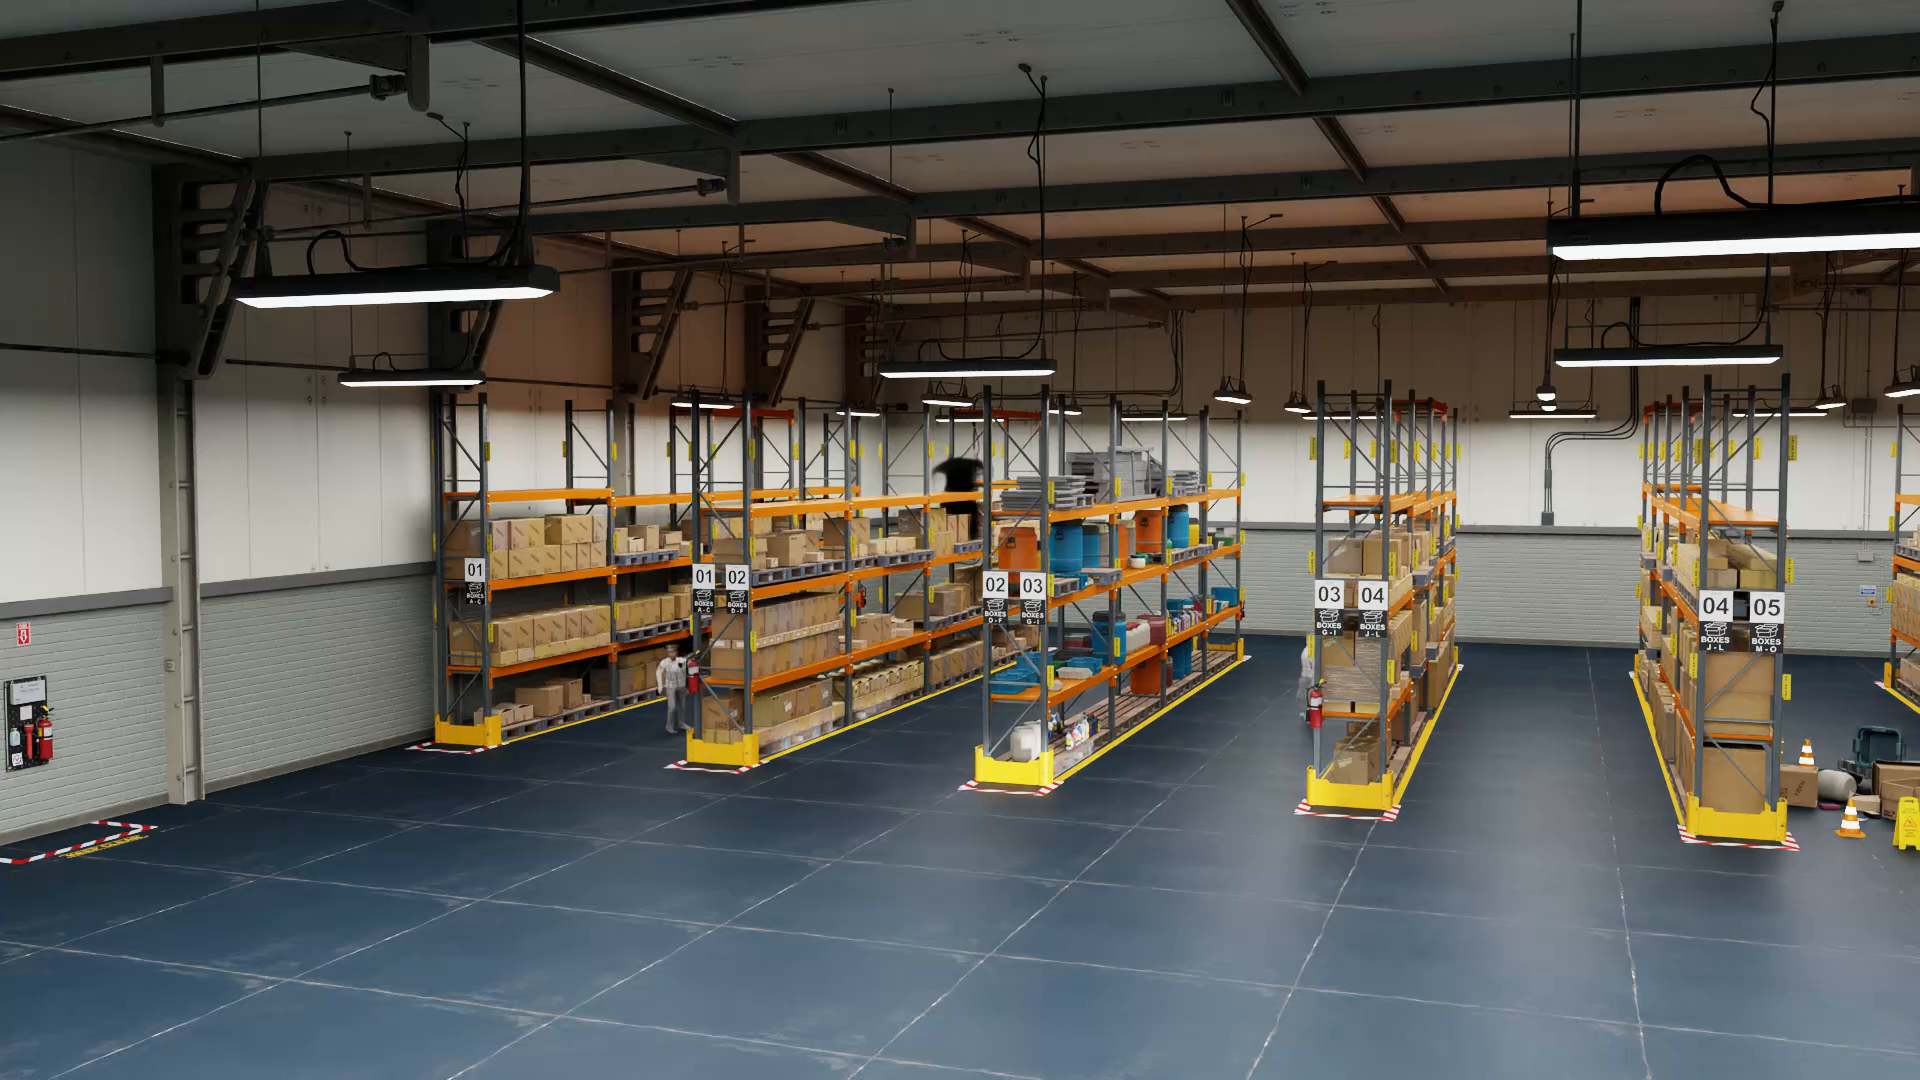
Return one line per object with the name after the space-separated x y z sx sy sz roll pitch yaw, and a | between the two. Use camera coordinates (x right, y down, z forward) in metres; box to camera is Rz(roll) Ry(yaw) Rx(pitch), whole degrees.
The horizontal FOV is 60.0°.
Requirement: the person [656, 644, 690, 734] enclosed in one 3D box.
-5.051 2.658 29.642 0.626 1.639 0.790 -2 3 -29 | person

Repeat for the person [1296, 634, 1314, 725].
6.451 2.554 30.565 0.472 1.698 0.602 -2 4 -37 | person
